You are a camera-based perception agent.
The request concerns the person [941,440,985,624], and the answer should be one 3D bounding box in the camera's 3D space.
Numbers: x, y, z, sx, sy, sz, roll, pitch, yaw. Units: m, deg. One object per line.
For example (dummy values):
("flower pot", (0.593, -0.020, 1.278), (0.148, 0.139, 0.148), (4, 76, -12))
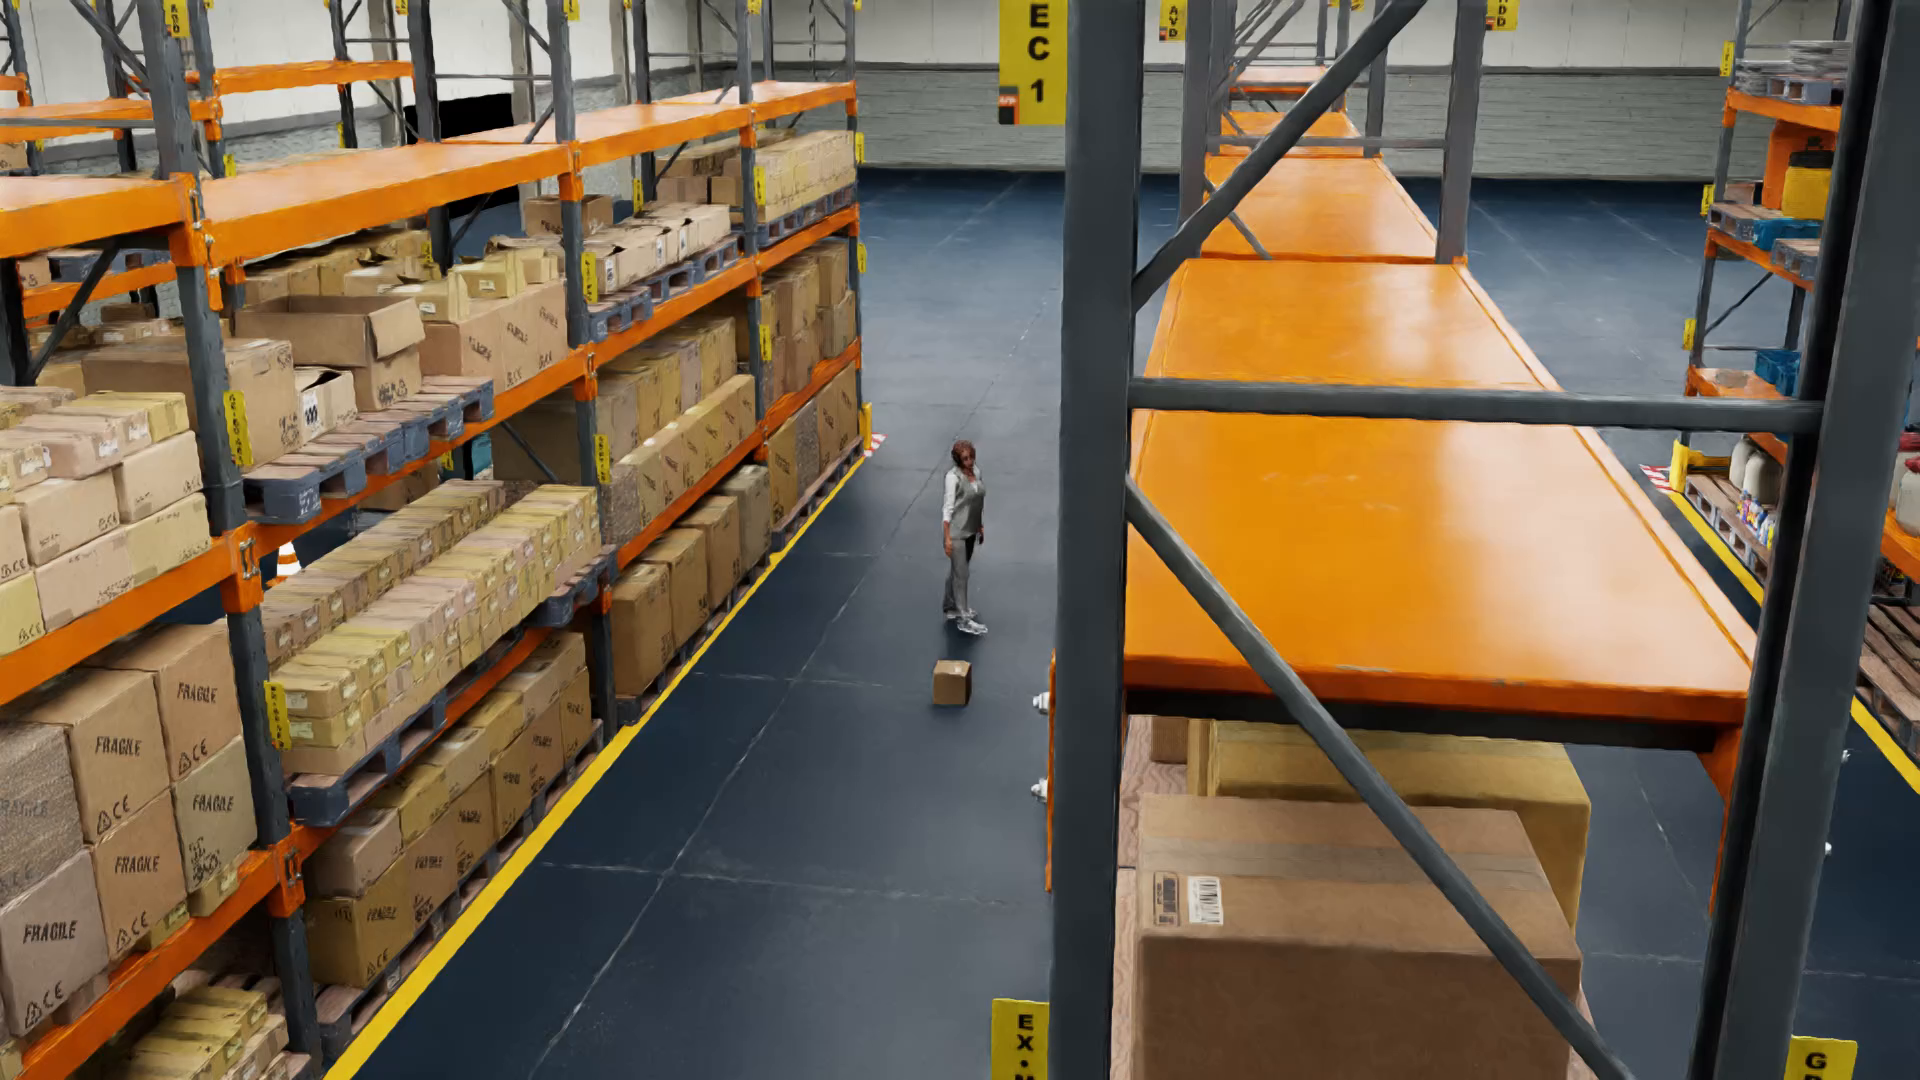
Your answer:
("person", (-0.020, -0.080, 13.538), (0.393, 1.526, 0.507), (11, 21, 29))
